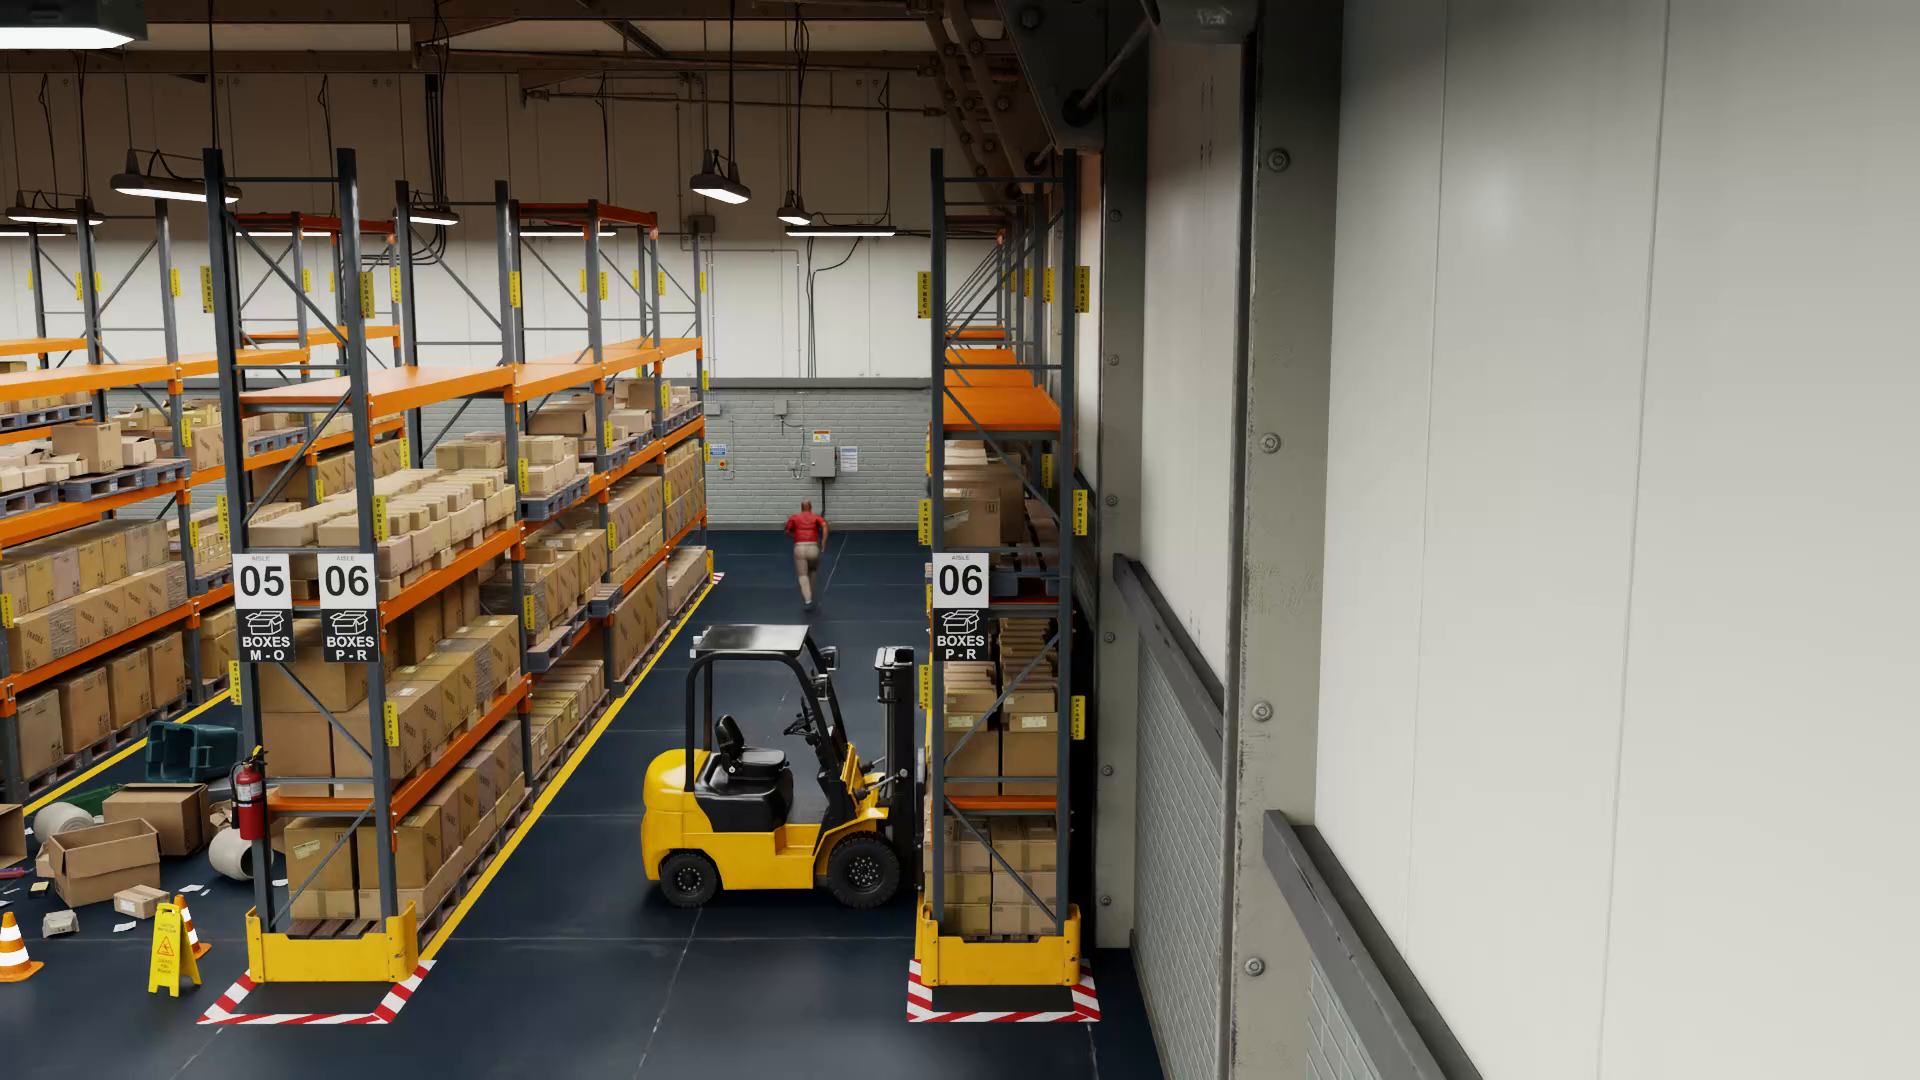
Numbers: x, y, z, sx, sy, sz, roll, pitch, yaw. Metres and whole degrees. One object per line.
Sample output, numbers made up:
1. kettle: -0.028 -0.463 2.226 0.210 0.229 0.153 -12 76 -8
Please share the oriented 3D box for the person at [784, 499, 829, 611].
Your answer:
1. person: -2.344 0.279 25.496 0.659 1.753 1.020 -2 9 -12
